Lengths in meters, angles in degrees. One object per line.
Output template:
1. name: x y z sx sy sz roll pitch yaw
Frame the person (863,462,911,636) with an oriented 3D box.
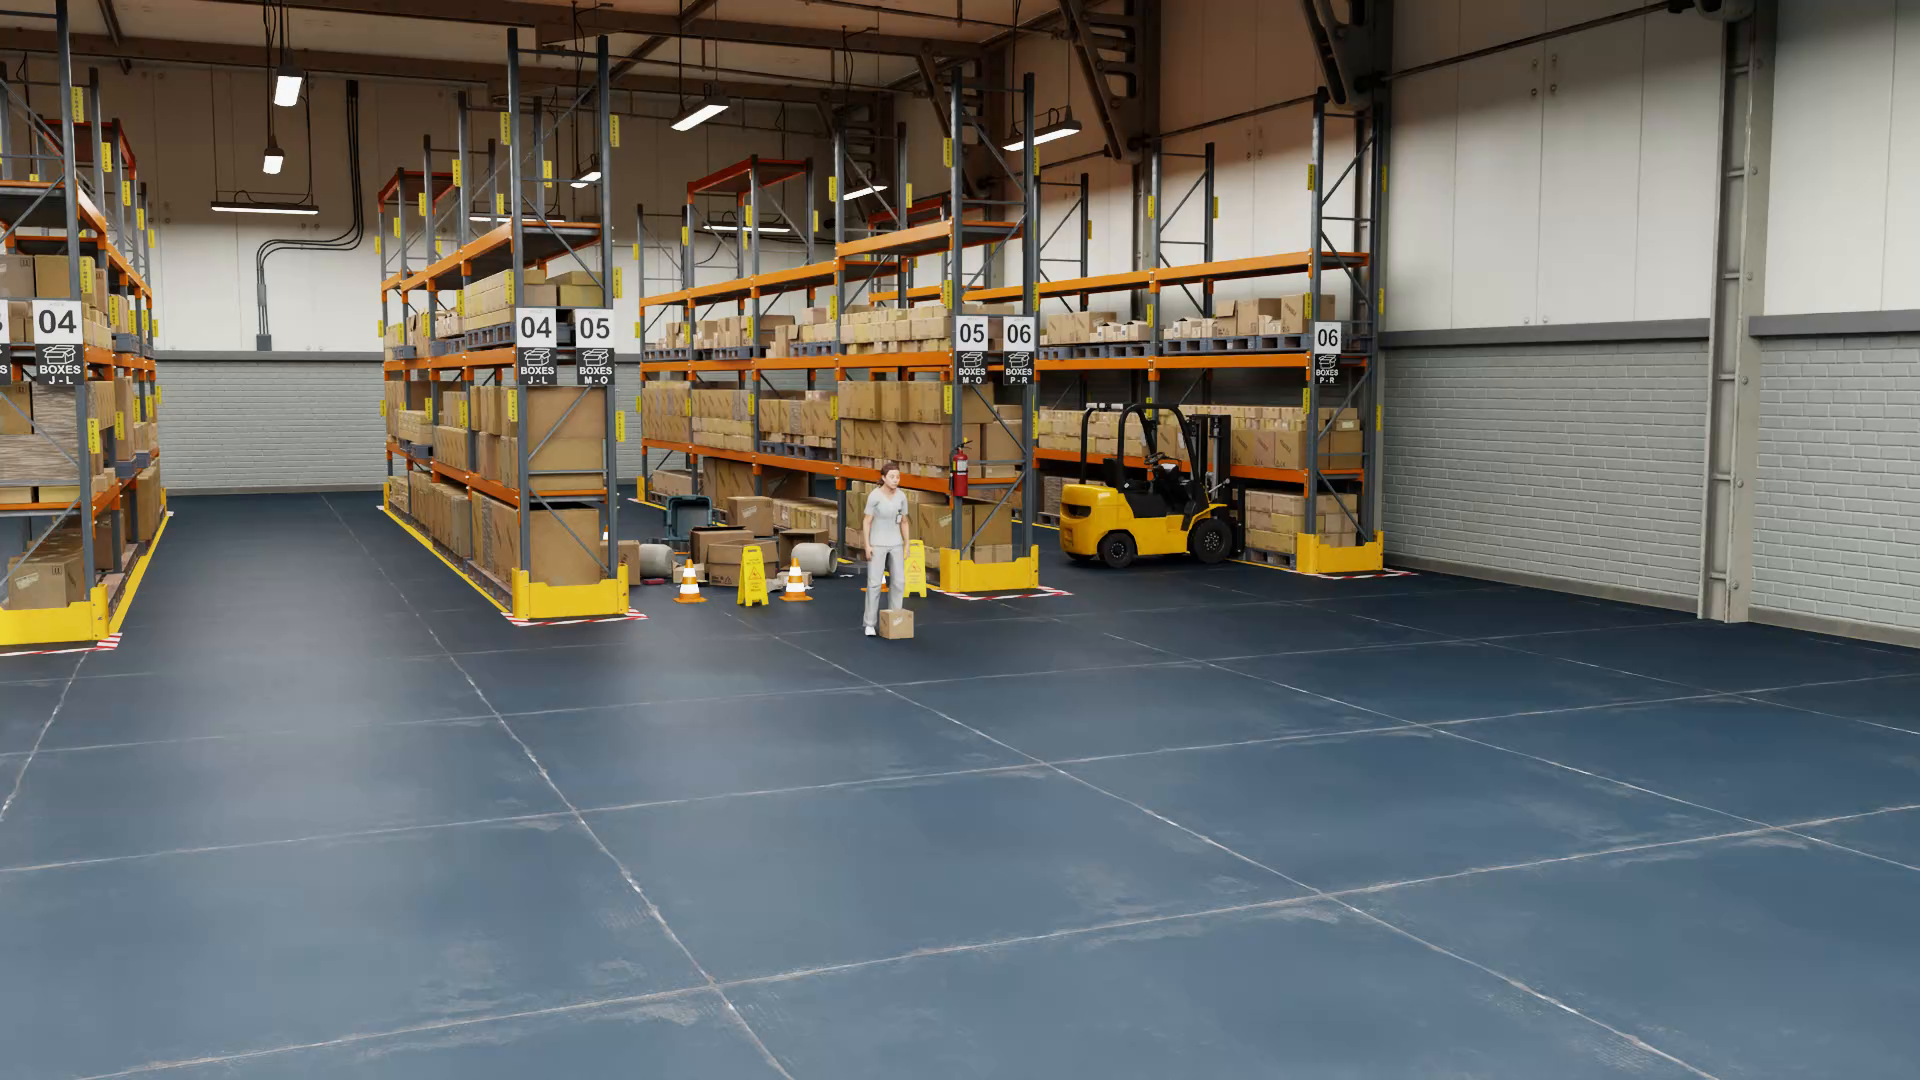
1. person: -0.716 0.078 16.160 0.514 1.672 0.361 -3 6 -27
